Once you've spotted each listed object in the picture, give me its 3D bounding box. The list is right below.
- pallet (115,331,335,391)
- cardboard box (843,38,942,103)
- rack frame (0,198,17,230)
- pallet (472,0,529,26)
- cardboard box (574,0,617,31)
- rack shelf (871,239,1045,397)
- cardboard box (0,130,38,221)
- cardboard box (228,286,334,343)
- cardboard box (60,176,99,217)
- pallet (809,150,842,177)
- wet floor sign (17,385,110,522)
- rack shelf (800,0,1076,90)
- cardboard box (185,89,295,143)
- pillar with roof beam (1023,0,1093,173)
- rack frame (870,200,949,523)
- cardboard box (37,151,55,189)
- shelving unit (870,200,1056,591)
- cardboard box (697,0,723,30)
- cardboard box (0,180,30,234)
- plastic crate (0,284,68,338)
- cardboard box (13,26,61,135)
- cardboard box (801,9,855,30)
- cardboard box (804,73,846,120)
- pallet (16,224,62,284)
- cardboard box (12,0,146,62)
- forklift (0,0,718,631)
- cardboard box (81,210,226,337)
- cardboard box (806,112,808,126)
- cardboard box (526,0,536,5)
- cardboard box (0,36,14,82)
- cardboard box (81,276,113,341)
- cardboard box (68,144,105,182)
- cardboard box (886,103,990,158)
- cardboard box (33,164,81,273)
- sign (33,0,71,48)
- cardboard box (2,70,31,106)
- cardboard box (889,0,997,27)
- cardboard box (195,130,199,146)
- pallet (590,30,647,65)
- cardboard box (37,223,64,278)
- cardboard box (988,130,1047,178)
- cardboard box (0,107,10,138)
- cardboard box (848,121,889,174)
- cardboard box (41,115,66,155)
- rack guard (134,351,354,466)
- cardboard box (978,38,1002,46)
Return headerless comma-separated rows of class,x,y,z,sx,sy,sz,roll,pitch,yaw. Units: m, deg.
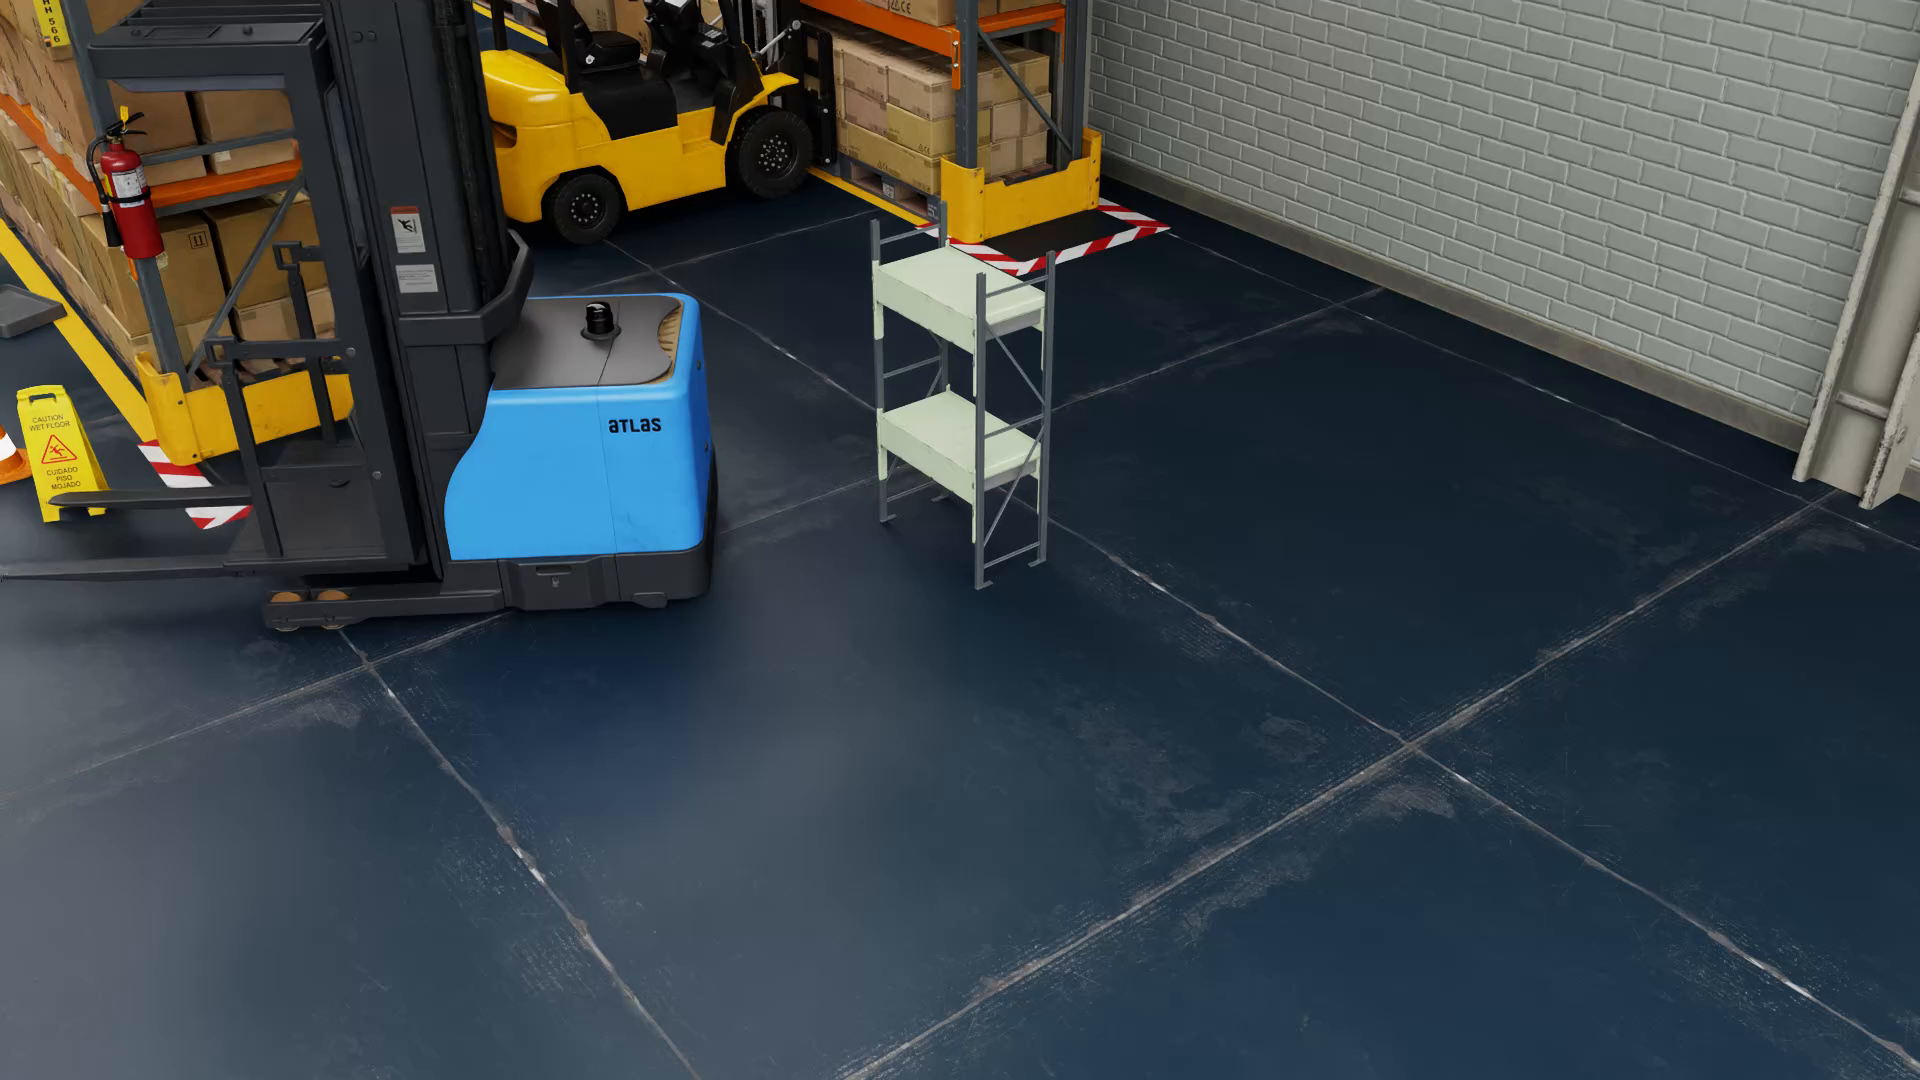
pallet,-4.036,-1.058,9.253,1.003,0.211,1.213,-22,38,-31
cardboard box,-0.447,-3.205,11.328,0.500,0.250,0.500,-22,38,-31
rack frame,-5.972,-3.528,10.587,1.000,3.000,0.127,-22,38,-31
pallet,-4.032,-5.262,16.022,1.003,0.211,1.213,-22,38,-31
cardboard box,-2.852,-4.844,14.560,0.875,0.625,0.625,-23,38,-32
rack shelf,0.004,-0.966,7.144,0.431,0.370,0.720,-22,38,-31
cardboard box,-5.486,-2.304,10.114,0.500,0.500,0.500,-21,37,-30
cardboard box,-3.795,-1.296,9.203,0.500,0.250,0.500,-23,38,-32
cardboard box,-4.495,-1.846,8.761,0.380,0.149,0.250,-21,38,-30
pallet,-0.846,-3.097,12.536,1.003,0.211,1.213,-22,38,-31
wet floor sign,-4.248,-0.435,7.839,0.267,0.644,0.232,-10,33,-15
rack shelf,-0.827,-3.996,12.023,1.077,0.370,4.000,-22,38,-31
cardboard box,-3.590,-2.316,8.260,0.500,0.500,0.500,-23,39,-32
pillar with roof beam,-2.716,-5.205,7.602,9.100,9.000,0.400,-22,38,-31
rack frame,-0.220,-0.787,7.595,0.400,1.500,0.023,-22,38,-31
cardboard box,-4.806,-2.062,9.109,0.380,0.149,0.250,-21,37,-29
shelving unit,0.004,-0.634,7.350,0.431,1.500,0.755,-22,38,-31
cardboard box,-1.699,-4.051,12.689,0.500,0.250,0.500,-22,38,-31
cardboard box,-5.823,-2.205,10.665,0.500,0.250,0.500,-24,39,-33
plastic crate,-5.657,-1.368,9.876,0.583,0.080,0.402,18,36,27
cardboard box,-4.373,-2.377,8.357,0.500,0.500,0.500,-22,38,-31
cardboard box,-1.069,-3.626,12.005,0.500,0.250,0.500,-23,39,-32
cardboard box,-0.778,-3.213,11.815,0.500,0.250,0.500,-23,39,-32
pallet,-5.532,-2.075,10.890,1.003,0.211,1.213,-22,38,-31
cardboard box,-4.005,-2.596,7.763,0.700,0.500,0.500,-23,39,-33
forklift,-2.640,-1.145,6.815,3.031,2.935,1.130,-2,32,-4
cardboard box,-4.216,-1.439,8.721,0.500,0.500,0.500,-22,38,-31
cardboard box,-1.072,-3.203,12.272,0.500,0.250,0.500,-21,38,-30
cardboard box,-3.728,-5.438,15.515,0.875,0.625,0.625,-21,37,-30
cardboard box,-4.973,-2.804,9.044,0.500,0.500,0.500,-22,38,-31
cardboard box,-4.539,-1.339,9.271,0.500,0.250,0.500,-22,38,-31
cardboard box,-4.160,-1.910,8.221,0.380,0.149,0.250,-23,38,-32
cardboard box,-0.146,-2.792,11.137,0.500,0.250,0.500,-23,38,-32
cardboard box,-4.843,-1.868,9.412,0.500,0.500,0.500,-23,39,-32
sign,-3.970,-2.315,7.238,0.100,0.325,0.005,-22,38,-31
cardboard box,-5.079,-2.554,9.257,0.380,0.149,0.250,-22,38,-32
cardboard box,-0.110,-3.631,10.658,0.500,0.500,0.500,-23,39,-32
cardboard box,-3.730,-2.063,8.467,0.380,0.149,0.250,-22,38,-31
pallet,-2.536,-4.245,14.385,1.003,0.211,1.213,-22,38,-31
cardboard box,-5.160,-1.766,9.958,0.500,0.250,0.500,-23,38,-32
cardboard box,0.253,-2.746,11.537,0.500,0.250,0.500,-22,38,-31
cardboard box,-5.478,-2.514,9.837,0.380,0.149,0.250,-21,37,-30
cardboard box,-0.436,-2.782,11.595,0.500,0.250,0.500,-22,38,-31
cardboard box,-4.482,-2.121,8.561,0.380,0.149,0.250,-22,38,-31
rack guard,-3.566,-0.830,8.613,1.175,0.500,0.348,-22,38,-31
cardboard box,-0.055,-3.372,11.596,0.500,0.250,0.500,-22,38,-31
